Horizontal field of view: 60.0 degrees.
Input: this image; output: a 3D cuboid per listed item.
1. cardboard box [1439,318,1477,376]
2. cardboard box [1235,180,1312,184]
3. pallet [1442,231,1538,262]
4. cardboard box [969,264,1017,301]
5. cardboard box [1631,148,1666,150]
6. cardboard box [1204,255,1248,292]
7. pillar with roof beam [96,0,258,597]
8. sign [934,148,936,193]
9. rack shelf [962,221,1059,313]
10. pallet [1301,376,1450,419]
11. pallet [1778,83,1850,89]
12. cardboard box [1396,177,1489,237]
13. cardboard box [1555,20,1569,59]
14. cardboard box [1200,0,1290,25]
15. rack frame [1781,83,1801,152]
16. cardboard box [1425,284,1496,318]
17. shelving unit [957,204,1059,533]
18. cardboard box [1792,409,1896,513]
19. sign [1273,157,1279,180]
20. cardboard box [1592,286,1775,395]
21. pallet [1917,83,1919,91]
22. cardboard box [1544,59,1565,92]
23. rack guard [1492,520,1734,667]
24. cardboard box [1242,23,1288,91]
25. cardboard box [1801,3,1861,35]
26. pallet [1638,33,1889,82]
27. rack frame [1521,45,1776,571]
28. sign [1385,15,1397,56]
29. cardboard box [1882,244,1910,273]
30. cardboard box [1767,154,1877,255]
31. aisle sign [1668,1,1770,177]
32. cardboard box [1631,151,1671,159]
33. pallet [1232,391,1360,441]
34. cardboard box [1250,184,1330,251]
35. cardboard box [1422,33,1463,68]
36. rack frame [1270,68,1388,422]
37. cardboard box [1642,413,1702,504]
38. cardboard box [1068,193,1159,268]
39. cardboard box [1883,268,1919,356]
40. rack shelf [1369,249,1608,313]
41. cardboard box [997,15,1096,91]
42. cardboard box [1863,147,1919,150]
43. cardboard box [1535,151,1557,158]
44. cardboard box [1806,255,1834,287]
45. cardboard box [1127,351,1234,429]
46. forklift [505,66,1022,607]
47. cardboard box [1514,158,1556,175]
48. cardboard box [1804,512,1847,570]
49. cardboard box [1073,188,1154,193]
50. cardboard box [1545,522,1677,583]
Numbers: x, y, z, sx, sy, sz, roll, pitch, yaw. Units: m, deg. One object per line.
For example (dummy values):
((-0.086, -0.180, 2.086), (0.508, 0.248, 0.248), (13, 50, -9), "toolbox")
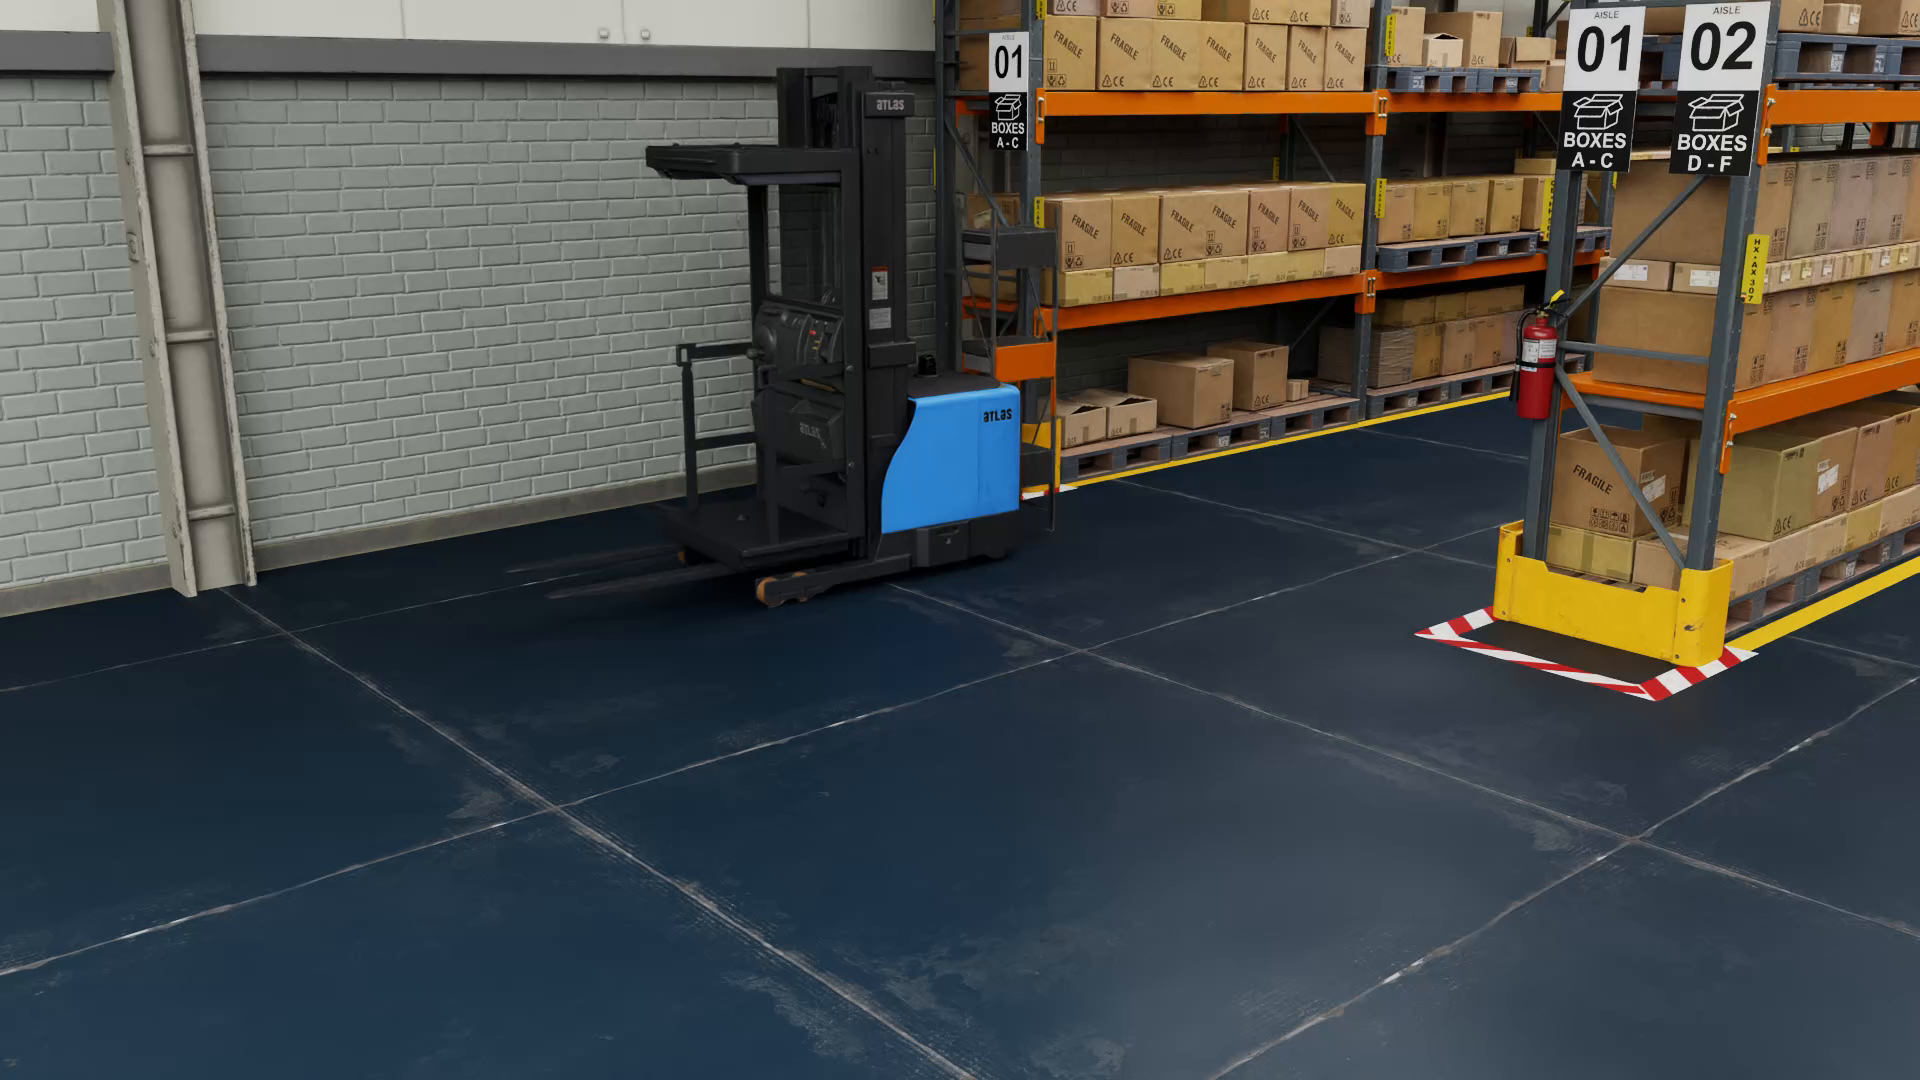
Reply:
((4.521, -1.900, 16.041), (0.500, 0.500, 0.700), (-12, 19, -39), "cardboard box")
((2.717, -2.852, 14.412), (0.500, 0.500, 0.500), (-13, 20, -41), "cardboard box")
((4.760, -2.833, 15.914), (1.213, 0.211, 1.003), (-13, 19, -39), "pallet")
((0.416, -1.967, 12.555), (0.500, 0.250, 0.500), (-12, 19, -39), "cardboard box")
((7.564, -4.220, 18.472), (0.500, 0.250, 0.500), (-13, 20, -41), "cardboard box")
((1.921, -2.132, 13.173), (0.500, 0.250, 0.500), (-12, 19, -39), "cardboard box")
((-1.549, -3.244, 5.458), (0.400, 9.000, 9.100), (-13, 19, -39), "pillar with roof beam")
((-0.158, -2.737, 12.328), (0.005, 0.325, 0.100), (-13, 19, -39), "sign")
((0.300, -1.731, 10.502), (0.480, 0.518, 0.431), (-10, 18, -34), "rack shelf")
((3.795, -1.376, 15.492), (1.213, 0.211, 1.003), (-13, 19, -39), "pallet")
((9.868, -5.489, 19.847), (1.213, 0.211, 1.003), (-13, 19, -39), "pallet")
((4.517, -3.142, 15.655), (0.500, 0.500, 0.700), (-10, 18, -32), "cardboard box")
((6.547, -5.070, 17.061), (0.700, 0.500, 0.500), (14, 21, 43), "cardboard box")
((2.215, -4.258, 12.896), (0.500, 0.500, 0.500), (-14, 20, -41), "cardboard box")
((9.244, -3.946, 19.711), (0.127, 3.000, 1.000), (-13, 19, -39), "rack frame")
((4.861, -2.331, 16.203), (0.500, 0.250, 0.500), (-13, 20, -40), "cardboard box")
((0.300, -1.068, 10.679), (0.503, 2.100, 0.431), (-10, 18, -34), "shelving unit")
((5.130, -0.487, 9.824), (0.500, 0.500, 0.500), (-13, 19, -39), "cardboard box")
((2.842, -3.258, 14.890), (0.005, 0.325, 0.100), (-13, 19, -39), "sign")
((3.806, -1.075, 8.766), (0.500, 0.500, 0.700), (-13, 19, -39), "cardboard box")
((7.120, -3.136, 11.236), (1.217, 0.209, 0.805), (-14, 20, -42), "pallet")
((5.860, -4.510, 16.143), (0.500, 0.311, 0.500), (-13, 19, -39), "cardboard box")
((3.428, 0.262, 8.800), (0.348, 0.500, 1.175), (-13, 19, -39), "rack guard")
((2.207, -3.780, 13.044), (0.500, 0.500, 0.500), (-14, 20, -41), "cardboard box")
((4.449, -2.713, 8.683), (0.250, 0.149, 0.380), (-13, 19, -39), "cardboard box")
((3.996, -2.471, 8.546), (1.213, 0.211, 1.003), (-13, 19, -39), "pallet")
((3.446, -0.950, 8.493), (0.127, 3.000, 1.000), (-13, 19, -39), "rack frame")
((3.571, -4.186, 13.793), (0.005, 0.325, 0.100), (-13, 19, -39), "sign")
((5.241, -1.641, 9.629), (0.250, 0.149, 0.380), (-12, 19, -38), "cardboard box")
((4.619, -1.886, 9.290), (0.500, 0.500, 0.700), (-13, 19, -39), "cardboard box")
((3.597, -2.135, 7.892), (0.004, 0.787, 0.394), (-13, 19, -39), "aisle sign")
((7.143, -3.950, 17.465), (0.500, 0.250, 0.500), (-13, 20, -40), "cardboard box")
((2.725, -1.123, 14.546), (1.213, 0.211, 1.003), (-13, 19, -39), "pallet")
((2.682, -2.665, 13.712), (0.500, 0.500, 0.500), (-13, 20, -40), "cardboard box")
((4.138, -4.381, 14.887), (0.500, 0.311, 0.500), (-12, 19, -38), "cardboard box")
((3.209, -2.591, 14.637), (0.127, 3.000, 1.000), (-13, 19, -39), "rack frame")
((4.400, -0.507, 9.898), (0.500, 0.500, 0.500), (-13, 19, -39), "cardboard box")
((1.128, -2.317, 12.411), (0.500, 0.500, 0.500), (-13, 19, -39), "cardboard box")
((5.358, -1.424, 10.076), (0.500, 0.500, 0.700), (-12, 19, -39), "cardboard box")
((4.717, -2.582, 15.999), (4.000, 0.370, 1.077), (-13, 19, -39), "rack shelf")
((0.608, -3.428, 11.728), (0.500, 0.500, 0.500), (-12, 19, -38), "cardboard box")
((6.133, -2.226, 10.563), (0.500, 0.500, 0.700), (-13, 19, -39), "cardboard box")
((6.398, -3.960, 17.500), (0.500, 0.250, 0.500), (-12, 19, -38), "cardboard box")
((4.461, -1.465, 8.973), (0.250, 0.149, 0.380), (-13, 20, -40), "cardboard box")
((1.788, -1.229, 13.530), (0.500, 0.500, 0.700), (-14, 21, -43), "cardboard box")
((-1.114, -1.193, 9.536), (3.031, 2.935, 1.130), (-10, 18, -34), "forklift")
((5.753, -3.721, 16.565), (0.380, 0.149, 0.250), (12, 19, 38), "cardboard box")
((4.749, -0.042, 9.608), (0.500, 0.250, 0.500), (-13, 19, -39), "cardboard box")
((1.181, -2.506, 13.118), (0.500, 0.500, 0.500), (-13, 20, -41), "cardboard box")
((3.656, 0.028, 9.349), (0.500, 0.250, 0.500), (-13, 19, -39), "cardboard box")
